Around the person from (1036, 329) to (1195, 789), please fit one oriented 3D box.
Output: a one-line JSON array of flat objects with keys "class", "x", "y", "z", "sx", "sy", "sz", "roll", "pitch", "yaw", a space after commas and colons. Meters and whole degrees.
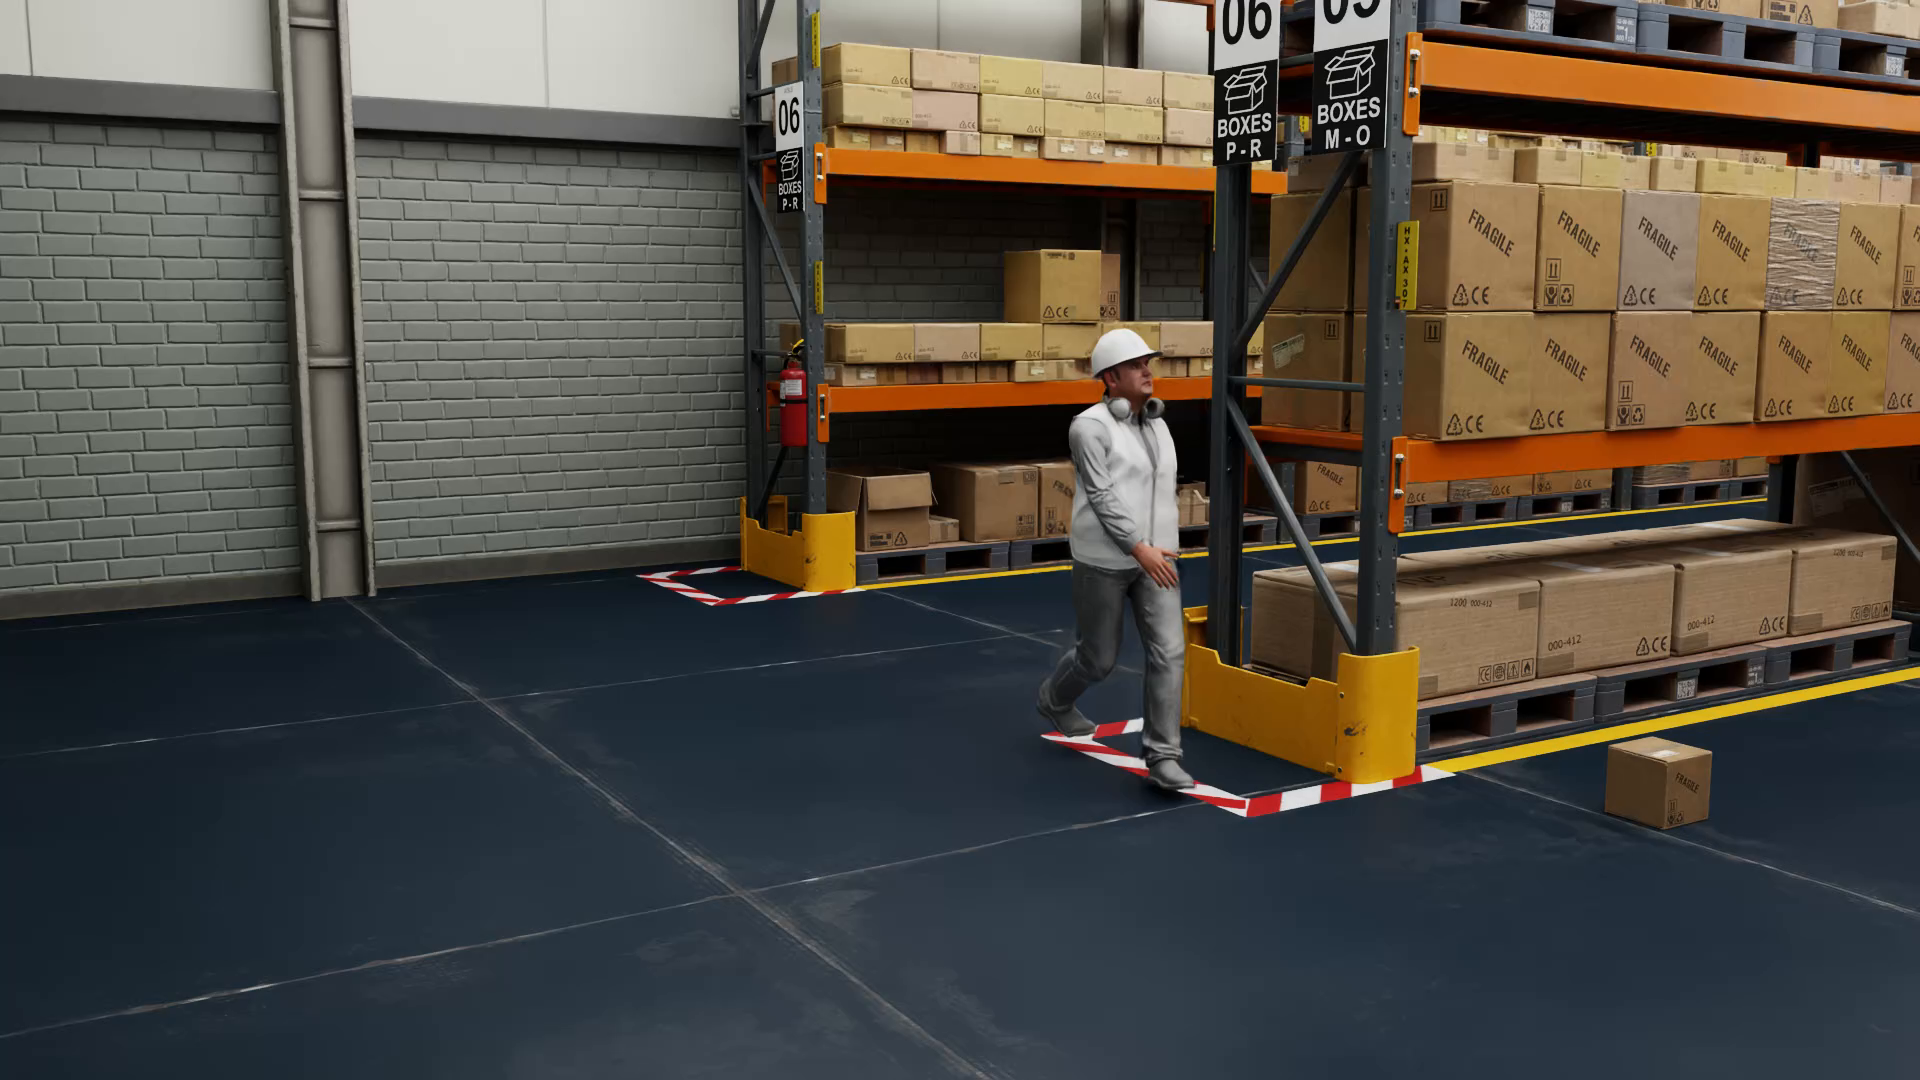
[{"class": "person", "x": 0.631, "y": 0.050, "z": 6.456, "sx": 0.514, "sy": 1.728, "sz": 0.999, "roll": -4, "pitch": 9, "yaw": -28}]
